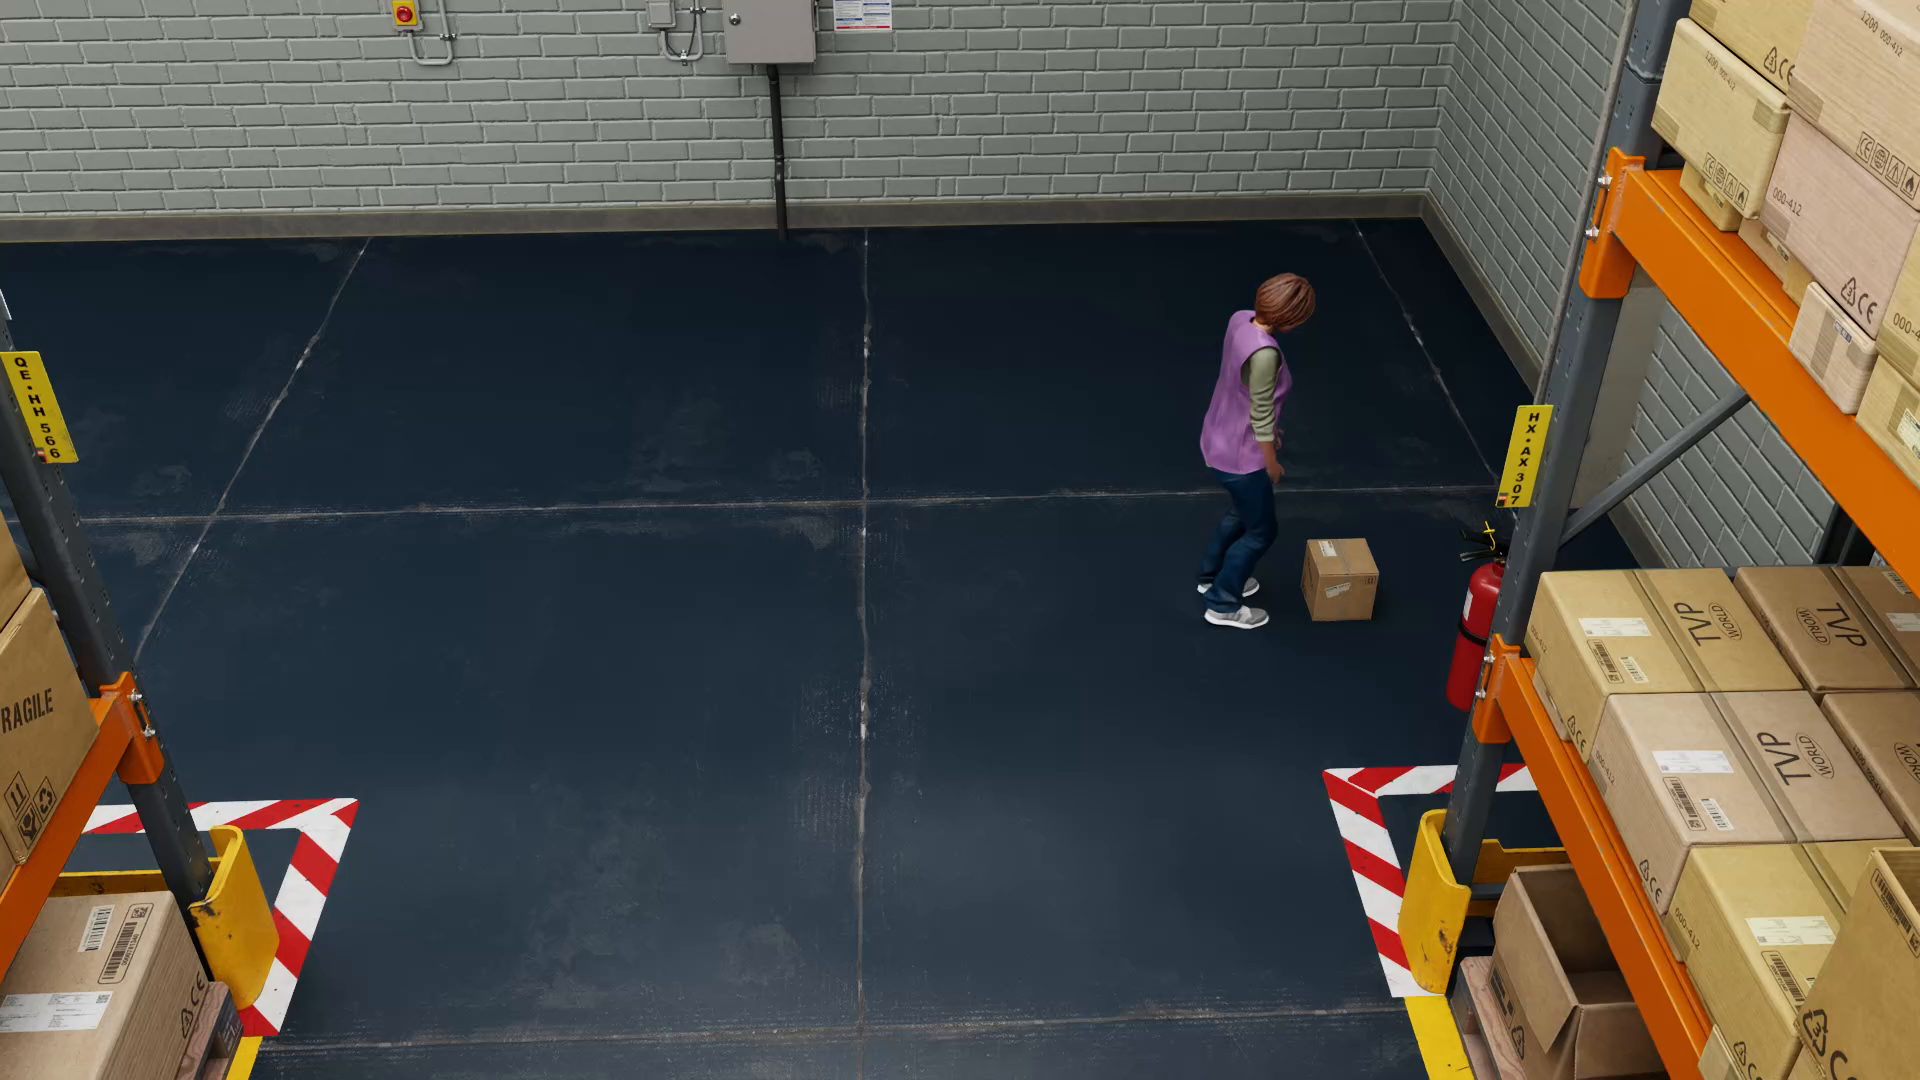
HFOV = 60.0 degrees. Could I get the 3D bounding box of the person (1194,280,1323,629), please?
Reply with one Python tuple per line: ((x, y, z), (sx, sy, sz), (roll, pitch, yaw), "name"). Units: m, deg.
((1.164, -0.343, 6.716), (0.436, 1.511, 0.437), (-1, 36, -1), "person")
